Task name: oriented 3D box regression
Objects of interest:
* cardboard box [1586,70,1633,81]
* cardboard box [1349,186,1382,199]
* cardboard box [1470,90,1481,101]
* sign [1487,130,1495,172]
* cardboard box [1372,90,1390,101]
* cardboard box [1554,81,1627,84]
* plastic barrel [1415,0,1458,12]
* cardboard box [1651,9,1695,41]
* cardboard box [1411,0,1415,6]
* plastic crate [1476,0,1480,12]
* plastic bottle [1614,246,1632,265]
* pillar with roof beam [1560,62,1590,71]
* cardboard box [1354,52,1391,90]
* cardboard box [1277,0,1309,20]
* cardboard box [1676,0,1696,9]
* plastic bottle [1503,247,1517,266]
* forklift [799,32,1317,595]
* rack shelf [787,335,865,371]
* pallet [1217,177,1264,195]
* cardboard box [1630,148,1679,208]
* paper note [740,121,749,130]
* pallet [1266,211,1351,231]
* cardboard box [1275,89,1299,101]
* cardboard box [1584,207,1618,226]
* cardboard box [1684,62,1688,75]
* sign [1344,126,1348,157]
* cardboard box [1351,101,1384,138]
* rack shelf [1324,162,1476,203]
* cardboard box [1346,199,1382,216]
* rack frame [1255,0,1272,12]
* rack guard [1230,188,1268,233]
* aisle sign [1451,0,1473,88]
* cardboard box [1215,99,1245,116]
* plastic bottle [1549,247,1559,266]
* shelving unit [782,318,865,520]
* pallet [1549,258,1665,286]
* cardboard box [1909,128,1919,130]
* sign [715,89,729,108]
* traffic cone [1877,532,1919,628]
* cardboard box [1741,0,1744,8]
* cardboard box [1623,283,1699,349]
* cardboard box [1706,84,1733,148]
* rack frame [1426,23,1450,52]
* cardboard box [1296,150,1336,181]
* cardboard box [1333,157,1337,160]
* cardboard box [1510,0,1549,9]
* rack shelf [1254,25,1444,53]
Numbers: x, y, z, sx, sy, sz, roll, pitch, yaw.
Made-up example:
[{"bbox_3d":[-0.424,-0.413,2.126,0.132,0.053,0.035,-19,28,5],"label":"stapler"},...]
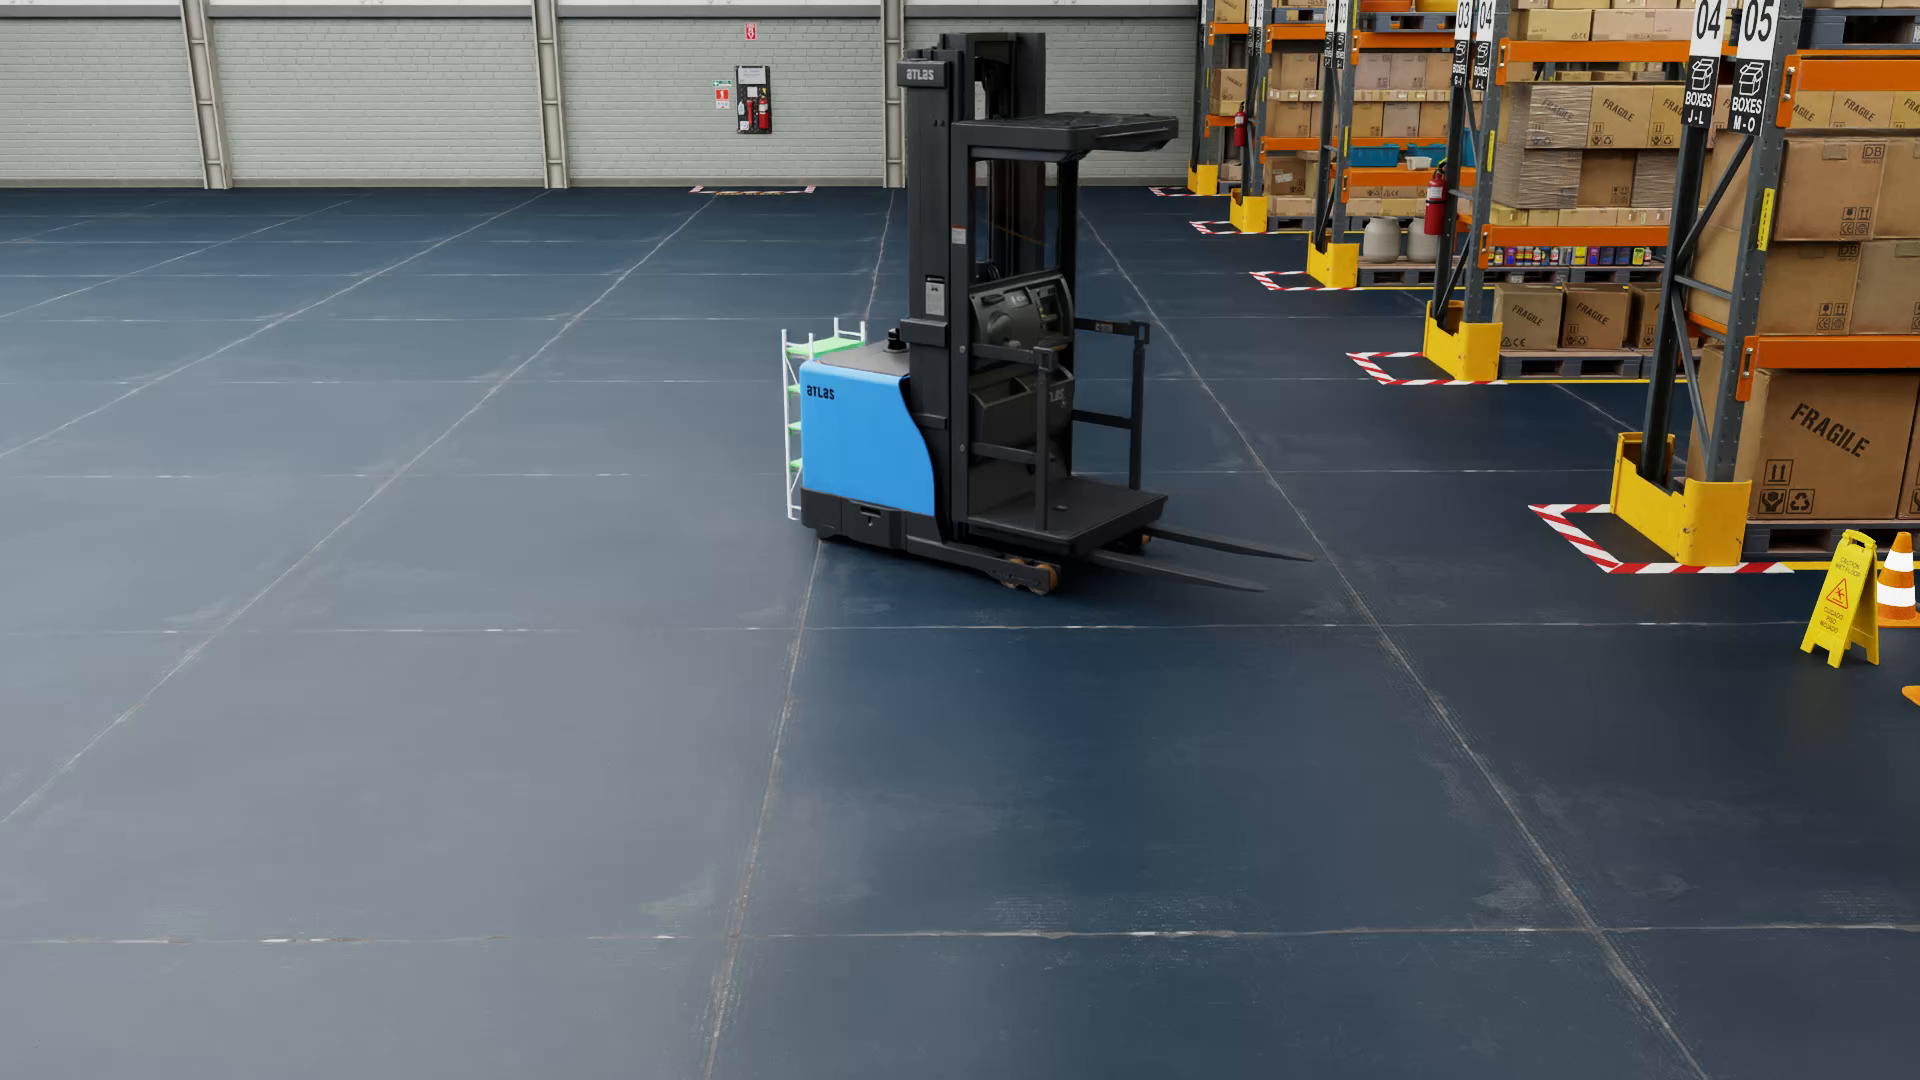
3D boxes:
[{"bbox_3d":[11.113,-7.787,28.527,0.500,0.500,0.700,-2,18,-6],"label":"cardboard box"},{"bbox_3d":[5.764,-5.186,23.891,0.500,0.500,0.500,0,18,-1],"label":"cardboard box"},{"bbox_3d":[7.184,-6.299,23.549,0.250,0.149,0.380,0,18,-1],"label":"cardboard box"},{"bbox_3d":[4.386,-3.215,13.743,0.005,0.325,0.100,0,18,-1],"label":"sign"},{"bbox_3d":[5.908,-6.294,23.532,0.250,0.149,0.380,-1,18,-2],"label":"cardboard box"},{"bbox_3d":[5.423,-3.717,14.435,0.500,0.500,0.500,0,18,-1],"label":"cardboard box"},{"bbox_3d":[5.437,-6.244,18.695,0.600,0.588,0.600,0,18,0],"label":"plastic barrel"},{"bbox_3d":[5.874,-4.255,13.735,0.500,0.250,0.500,0,18,-1],"label":"cardboard box"},{"bbox_3d":[6.575,-7.789,23.420,0.637,0.503,0.797,2,18,5],"label":"cardboard box"},{"bbox_3d":[6.201,-6.004,18.967,0.575,0.384,0.392,0,18,-1],"label":"plastic crate"},{"bbox_3d":[7.659,-3.358,19.221,0.185,0.351,0.144,-1,18,-2],"label":"plastic bottle"},{"bbox_3d":[10.896,-9.346,24.449,0.400,9.000,9.100,0,18,-1],"label":"pillar with roof beam"},{"bbox_3d":[5.774,-6.665,23.628,0.500,0.500,0.700,0,18,-1],"label":"cardboard box"},{"bbox_3d":[5.537,-8.914,27.816,0.500,0.500,0.500,1,18,2],"label":"cardboard box"},{"bbox_3d":[5.957,-4.442,13.667,0.250,0.149,0.380,-1,18,-3],"label":"cardboard box"},{"bbox_3d":[6.343,-3.307,19.172,0.133,0.283,0.061,0,18,0],"label":"plastic bottle"},{"bbox_3d":[0.521,-1.278,9.235,3.031,2.935,1.130,13,22,34],"label":"forklift"},{"bbox_3d":[-0.837,-1.144,10.286,0.258,0.148,0.480,13,22,34],"label":"rack shelf"},{"bbox_3d":[5.031,-6.173,28.946,1.213,0.211,1.003,0,18,-1],"label":"pallet"},{"bbox_3d":[5.926,-3.181,14.402,0.500,0.500,0.875,0,18,-1],"label":"cardboard box"},{"bbox_3d":[-3.820,-7.347,29.481,0.142,0.148,0.016,0,18,-1],"label":"paper note"},{"bbox_3d":[4.988,-4.683,24.301,1.213,0.211,1.003,0,18,-1],"label":"pallet"},{"bbox_3d":[4.620,-6.287,23.510,0.250,0.149,0.380,0,18,-1],"label":"cardboard box"},{"bbox_3d":[5.416,-2.777,14.206,0.250,0.149,0.380,0,18,-1],"label":"cardboard box"},{"bbox_3d":[12.628,-8.026,28.244,0.500,0.250,0.500,0,18,0],"label":"cardboard box"},{"bbox_3d":[4.303,-4.445,18.542,0.005,0.325,0.100,0,18,-1],"label":"sign"},{"bbox_3d":[5.713,-6.045,23.818,0.500,0.500,0.700,0,18,0],"label":"cardboard box"},{"bbox_3d":[6.299,-4.149,19.248,4.000,0.370,1.077,0,18,-1],"label":"rack shelf"},{"bbox_3d":[5.764,-4.826,23.994,0.500,0.250,0.500,0,18,-1],"label":"cardboard box"},{"bbox_3d":[4.224,-8.851,22.908,0.127,3.000,1.000,0,18,-1],"label":"rack frame"},{"bbox_3d":[4.200,-4.804,24.205,0.348,0.500,1.175,0,18,-1],"label":"rack guard"},{"bbox_3d":[4.310,-4.298,14.280,0.004,0.787,0.394,0,18,-1],"label":"aisle sign"},{"bbox_3d":[4.635,-7.351,28.265,0.500,0.250,0.500,-1,18,-2],"label":"cardboard box"},{"bbox_3d":[6.864,-3.276,19.210,0.097,0.201,0.097,0,18,0],"label":"plastic bottle"},{"bbox_3d":[-0.837,-0.748,10.413,0.258,1.200,0.503,13,22,34],"label":"shelving unit"},{"bbox_3d":[7.626,-3.183,19.623,1.213,0.211,1.003,0,18,-1],"label":"pallet"},{"bbox_3d":[5.837,-2.021,9.424,0.550,0.550,0.875,0,18,-1],"label":"cardboard box"},{"bbox_3d":[-4.196,-7.792,29.368,0.234,0.329,0.001,0,18,-1],"label":"sign"},{"bbox_3d":[4.908,0.185,8.712,0.334,0.463,0.336,0,18,-1],"label":"traffic cone"},{"bbox_3d":[4.681,-3.115,9.497,0.250,0.149,0.380,0,18,-1],"label":"cardboard box"},{"bbox_3d":[6.225,-1.987,14.736,0.500,0.500,0.500,1,18,4],"label":"cardboard box"},{"bbox_3d":[6.431,-3.561,13.951,0.500,0.500,0.500,0,18,-1],"label":"cardboard box"},{"bbox_3d":[8.142,-7.527,28.600,0.127,3.000,1.000,0,18,-1],"label":"rack frame"},{"bbox_3d":[6.140,-6.494,28.752,0.500,0.500,0.700,-1,18,-4],"label":"cardboard box"},{"bbox_3d":[5.756,-5.345,24.386,0.500,0.500,0.500,0,18,-1],"label":"cardboard box"},{"bbox_3d":[4.656,-4.446,13.680,0.250,0.149,0.380,0,18,-1],"label":"cardboard box"},{"bbox_3d":[6.224,-7.090,23.506,4.000,0.370,1.077,0,18,-1],"label":"rack shelf"}]
